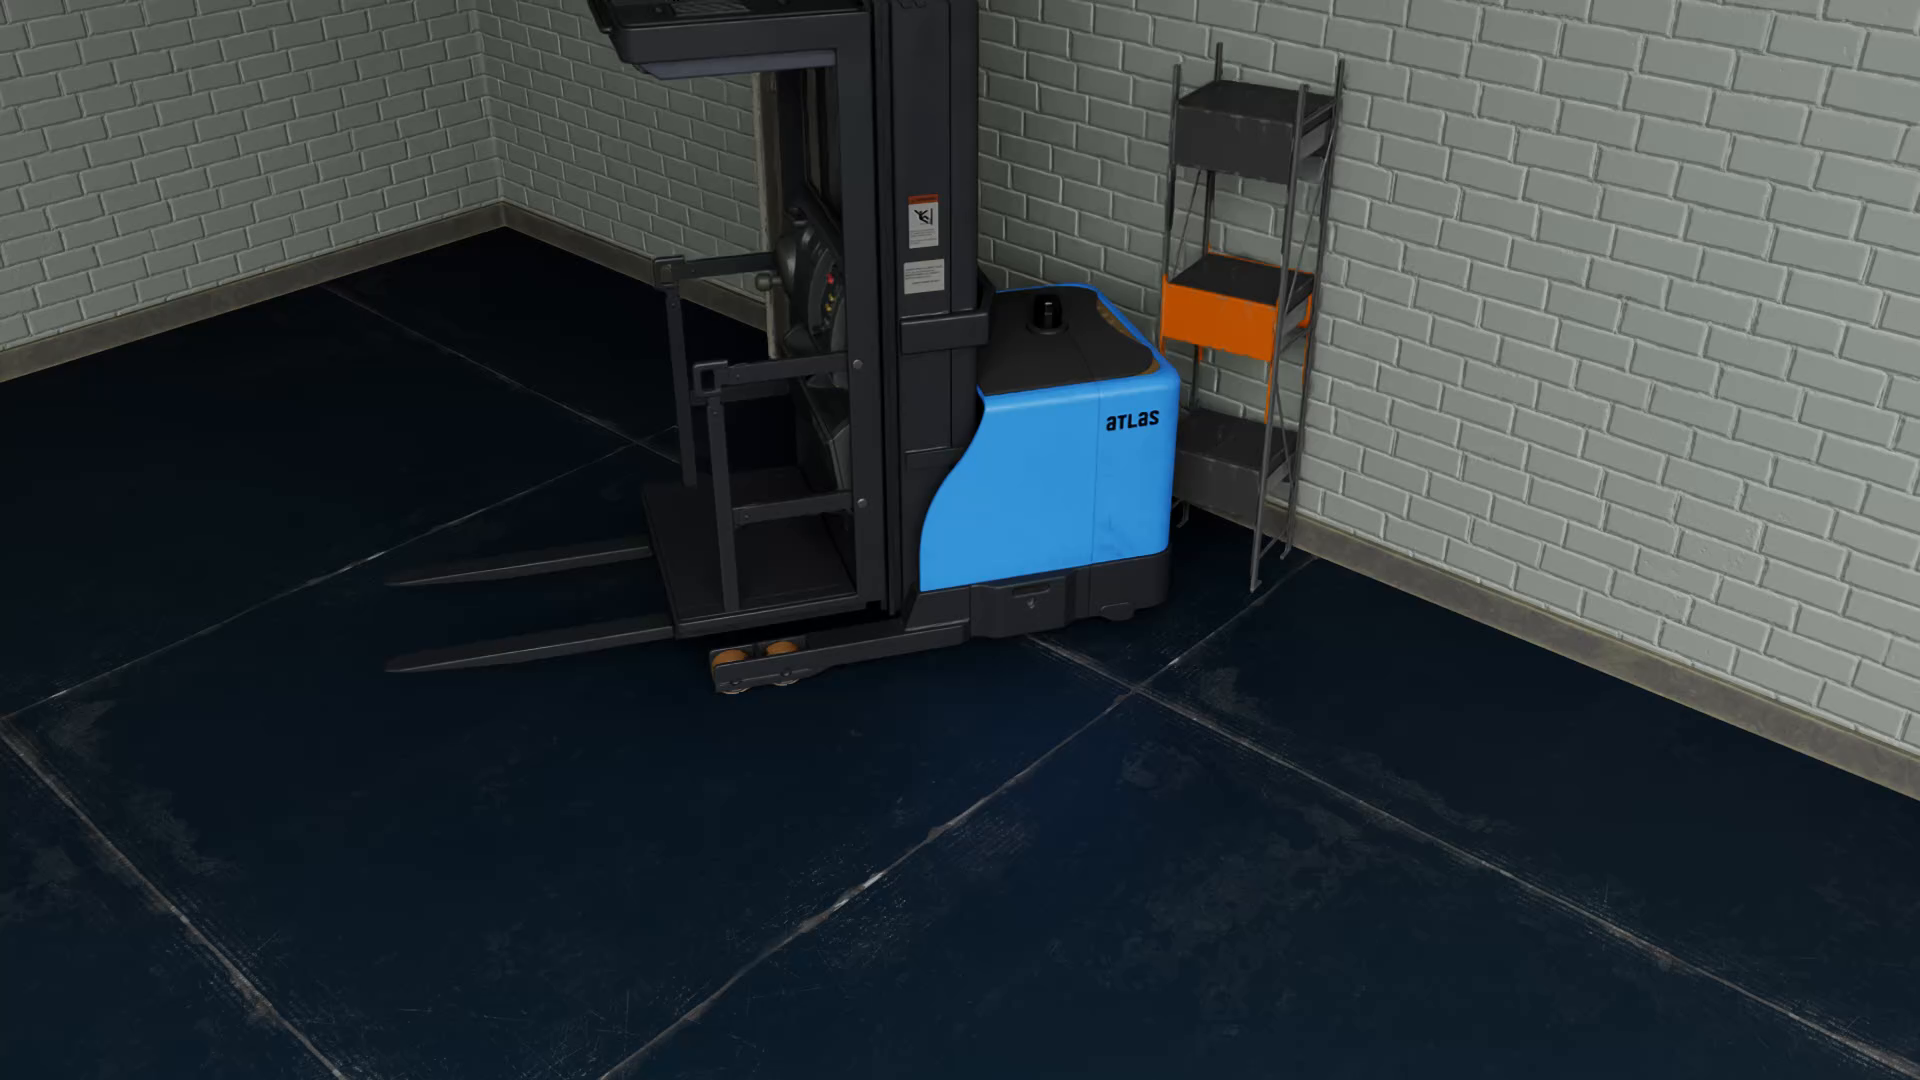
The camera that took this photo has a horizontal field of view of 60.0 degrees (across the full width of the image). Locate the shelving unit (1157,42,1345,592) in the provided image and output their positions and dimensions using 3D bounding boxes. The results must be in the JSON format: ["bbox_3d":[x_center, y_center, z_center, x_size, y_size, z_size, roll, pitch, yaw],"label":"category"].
[{"bbox_3d":[1.101,-0.840,6.606,0.503,2.100,0.431,18,35,28],"label":"shelving unit"}]

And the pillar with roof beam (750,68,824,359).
[{"bbox_3d":[-3.653,-3.132,3.727,0.400,9.000,9.100,25,39,35],"label":"pillar with roof beam"}]

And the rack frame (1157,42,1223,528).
[{"bbox_3d":[0.896,-0.906,6.720,0.015,2.100,0.400,18,35,28],"label":"rack frame"}]

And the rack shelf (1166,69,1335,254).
[{"bbox_3d":[1.097,-1.430,6.255,0.480,0.518,0.431,18,35,28],"label":"rack shelf"}]

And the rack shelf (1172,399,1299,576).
[{"bbox_3d":[1.106,-0.227,6.971,0.480,0.518,0.431,18,35,28],"label":"rack shelf"}]

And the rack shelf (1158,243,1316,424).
[{"bbox_3d":[1.102,-0.829,6.613,0.480,0.518,0.431,18,35,28],"label":"rack shelf"}]

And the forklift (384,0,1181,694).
[{"bbox_3d":[-0.731,-0.977,6.032,3.031,2.935,1.130,-9,32,-14],"label":"forklift"}]

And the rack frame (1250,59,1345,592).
[{"bbox_3d":[1.307,-0.774,6.493,0.015,2.100,0.400,18,35,28],"label":"rack frame"}]
